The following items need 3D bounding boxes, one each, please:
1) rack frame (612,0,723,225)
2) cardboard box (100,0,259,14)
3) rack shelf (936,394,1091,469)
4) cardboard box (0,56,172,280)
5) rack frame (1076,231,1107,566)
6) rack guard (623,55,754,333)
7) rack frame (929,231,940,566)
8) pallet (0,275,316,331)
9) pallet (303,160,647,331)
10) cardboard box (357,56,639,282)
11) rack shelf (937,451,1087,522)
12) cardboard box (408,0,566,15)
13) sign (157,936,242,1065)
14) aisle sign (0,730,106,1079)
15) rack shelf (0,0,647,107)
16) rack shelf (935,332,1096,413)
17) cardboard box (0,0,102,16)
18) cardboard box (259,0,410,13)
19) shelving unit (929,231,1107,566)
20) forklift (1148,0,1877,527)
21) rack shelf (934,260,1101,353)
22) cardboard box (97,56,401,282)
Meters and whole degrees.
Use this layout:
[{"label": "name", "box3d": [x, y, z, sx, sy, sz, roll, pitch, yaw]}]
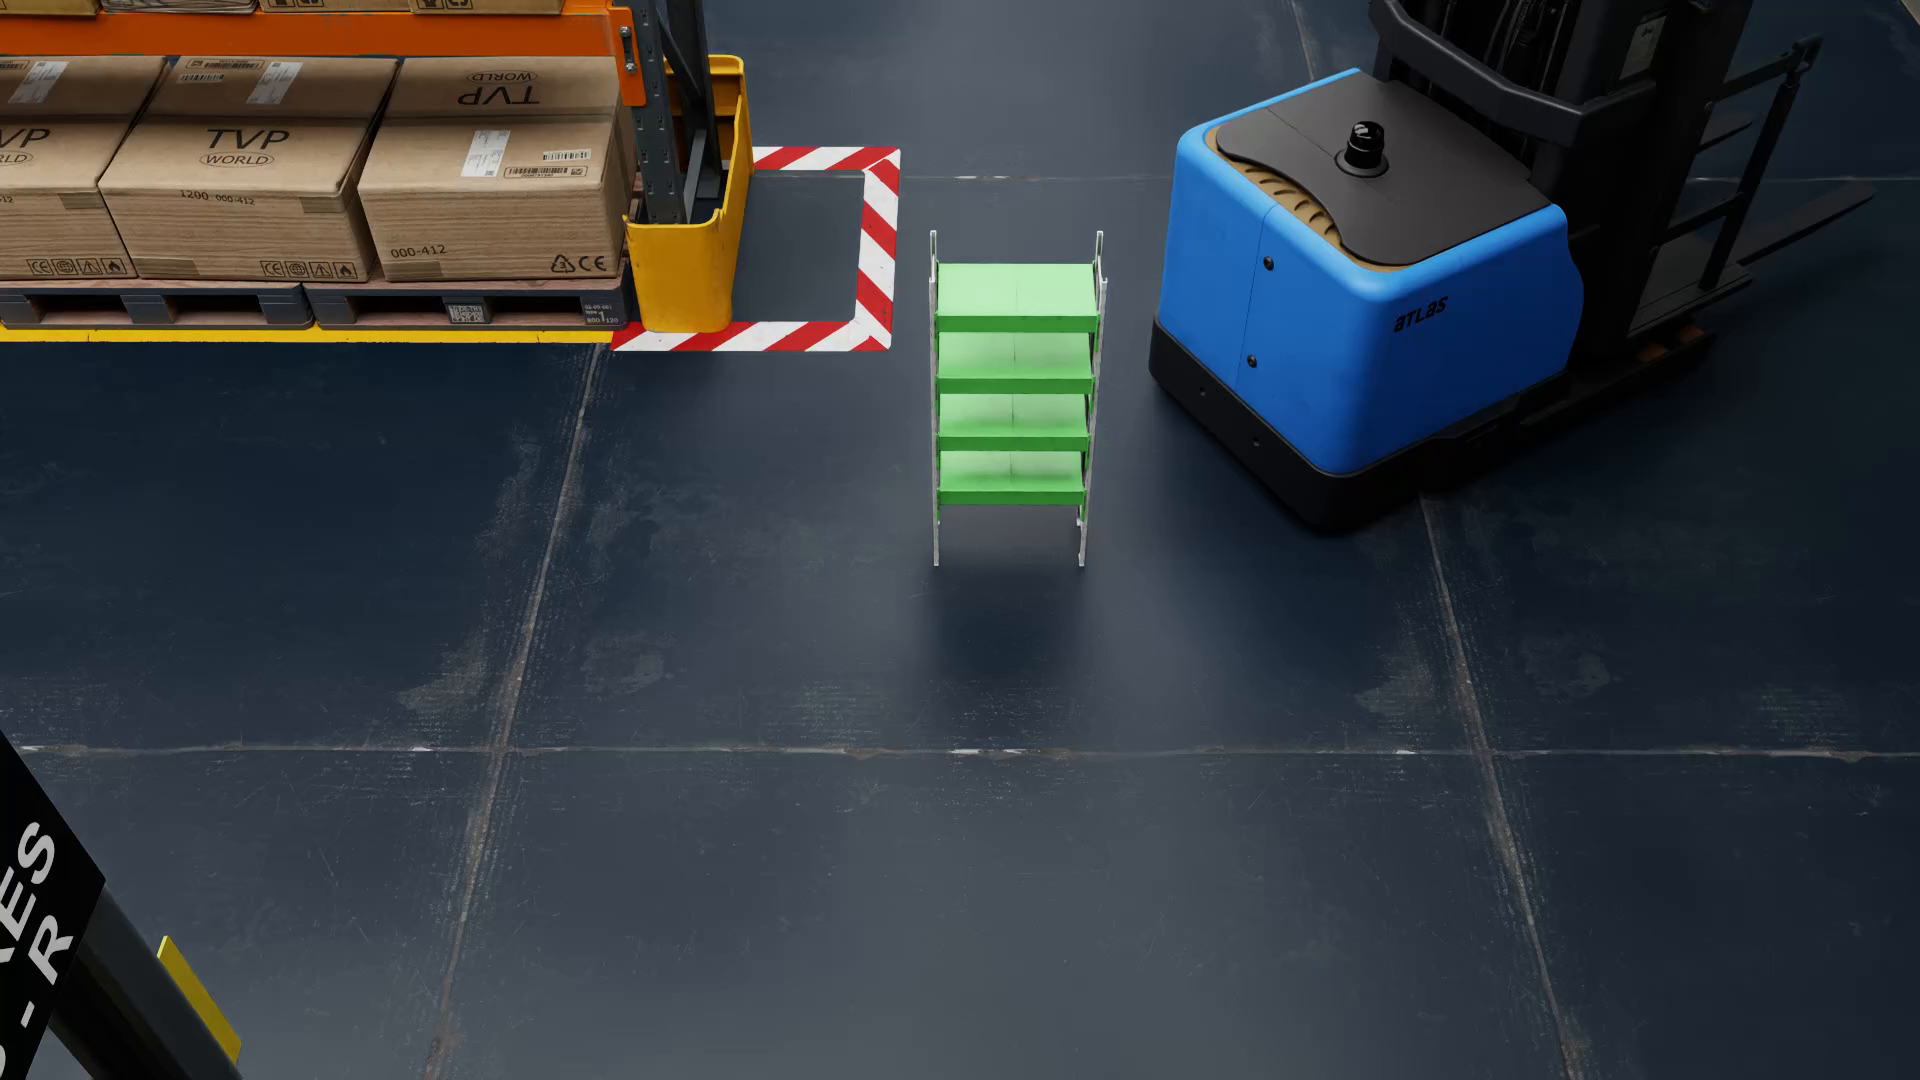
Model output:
[{"label": "rack frame", "box3d": [-1.084, -2.248, 5.711, 0.127, 3.000, 1.000, 0, 47, 0]}, {"label": "cardboard box", "box3d": [-2.584, -2.097, 5.502, 0.500, 0.500, 0.500, 1, 47, 1]}, {"label": "rack shelf", "box3d": [0.166, -0.365, 5.275, 0.480, 0.148, 0.258, 0, 47, 0]}, {"label": "cardboard box", "box3d": [-3.561, -1.447, 6.429, 0.875, 0.438, 0.875, -1, 47, -1]}, {"label": "rack frame", "box3d": [0.410, -0.408, 5.228, 0.015, 1.200, 0.240, 0, 47, 0]}, {"label": "rack guard", "box3d": [-1.060, -1.397, 6.626, 0.348, 0.500, 1.175, 0, 47, 0]}, {"label": "rack frame", "box3d": [-0.078, -0.409, 5.229, 0.015, 1.200, 0.240, 0, 47, 0]}, {"label": "pallet", "box3d": [-3.101, -1.249, 6.686, 1.213, 0.211, 1.003, 0, 47, 0]}, {"label": "pallet", "box3d": [-1.884, -1.243, 6.681, 1.213, 0.211, 1.003, 0, 47, 0]}, {"label": "cardboard box", "box3d": [-1.744, -1.447, 6.429, 0.875, 0.438, 0.875, -1, 47, -1]}, {"label": "rack shelf", "box3d": [0.166, -0.201, 5.451, 0.480, 0.148, 0.258, 0, 47, 0]}, {"label": "cardboard box", "box3d": [-1.567, -2.090, 5.496, 0.500, 0.500, 0.500, 0, 47, 0]}, {"label": "sign", "box3d": [-1.097, 0.693, 2.382, 0.005, 0.325, 0.100, 0, 47, 0]}, {"label": "aisle sign", "box3d": [-1.029, 0.284, 1.578, 0.004, 0.787, 0.394, 0, 47, 0]}, {"label": "rack shelf", "box3d": [-3.084, -2.009, 5.980, 4.000, 0.370, 1.077, 0, 47, 0]}, {"label": "rack shelf", "box3d": [0.166, -0.528, 5.099, 0.480, 0.148, 0.258, 0, 47, 0]}, {"label": "cardboard box", "box3d": [-3.100, -2.089, 5.494, 0.500, 0.500, 0.500, 1, 47, 1]}, {"label": "cardboard box", "box3d": [-2.069, -2.103, 5.507, 0.500, 0.500, 0.500, -1, 47, -1]}, {"label": "shelving unit", "box3d": [0.166, -0.408, 5.228, 0.503, 1.200, 0.258, 0, 47, 0]}, {"label": "forklift", "box3d": [2.221, -1.873, 5.409, 3.031, 2.935, 1.130, -25, 52, -21]}, {"label": "rack shelf", "box3d": [0.166, -0.692, 4.924, 0.480, 0.148, 0.258, 0, 47, 0]}, {"label": "cardboard box", "box3d": [-2.660, -1.444, 6.426, 0.875, 0.438, 0.875, 1, 47, 1]}]
